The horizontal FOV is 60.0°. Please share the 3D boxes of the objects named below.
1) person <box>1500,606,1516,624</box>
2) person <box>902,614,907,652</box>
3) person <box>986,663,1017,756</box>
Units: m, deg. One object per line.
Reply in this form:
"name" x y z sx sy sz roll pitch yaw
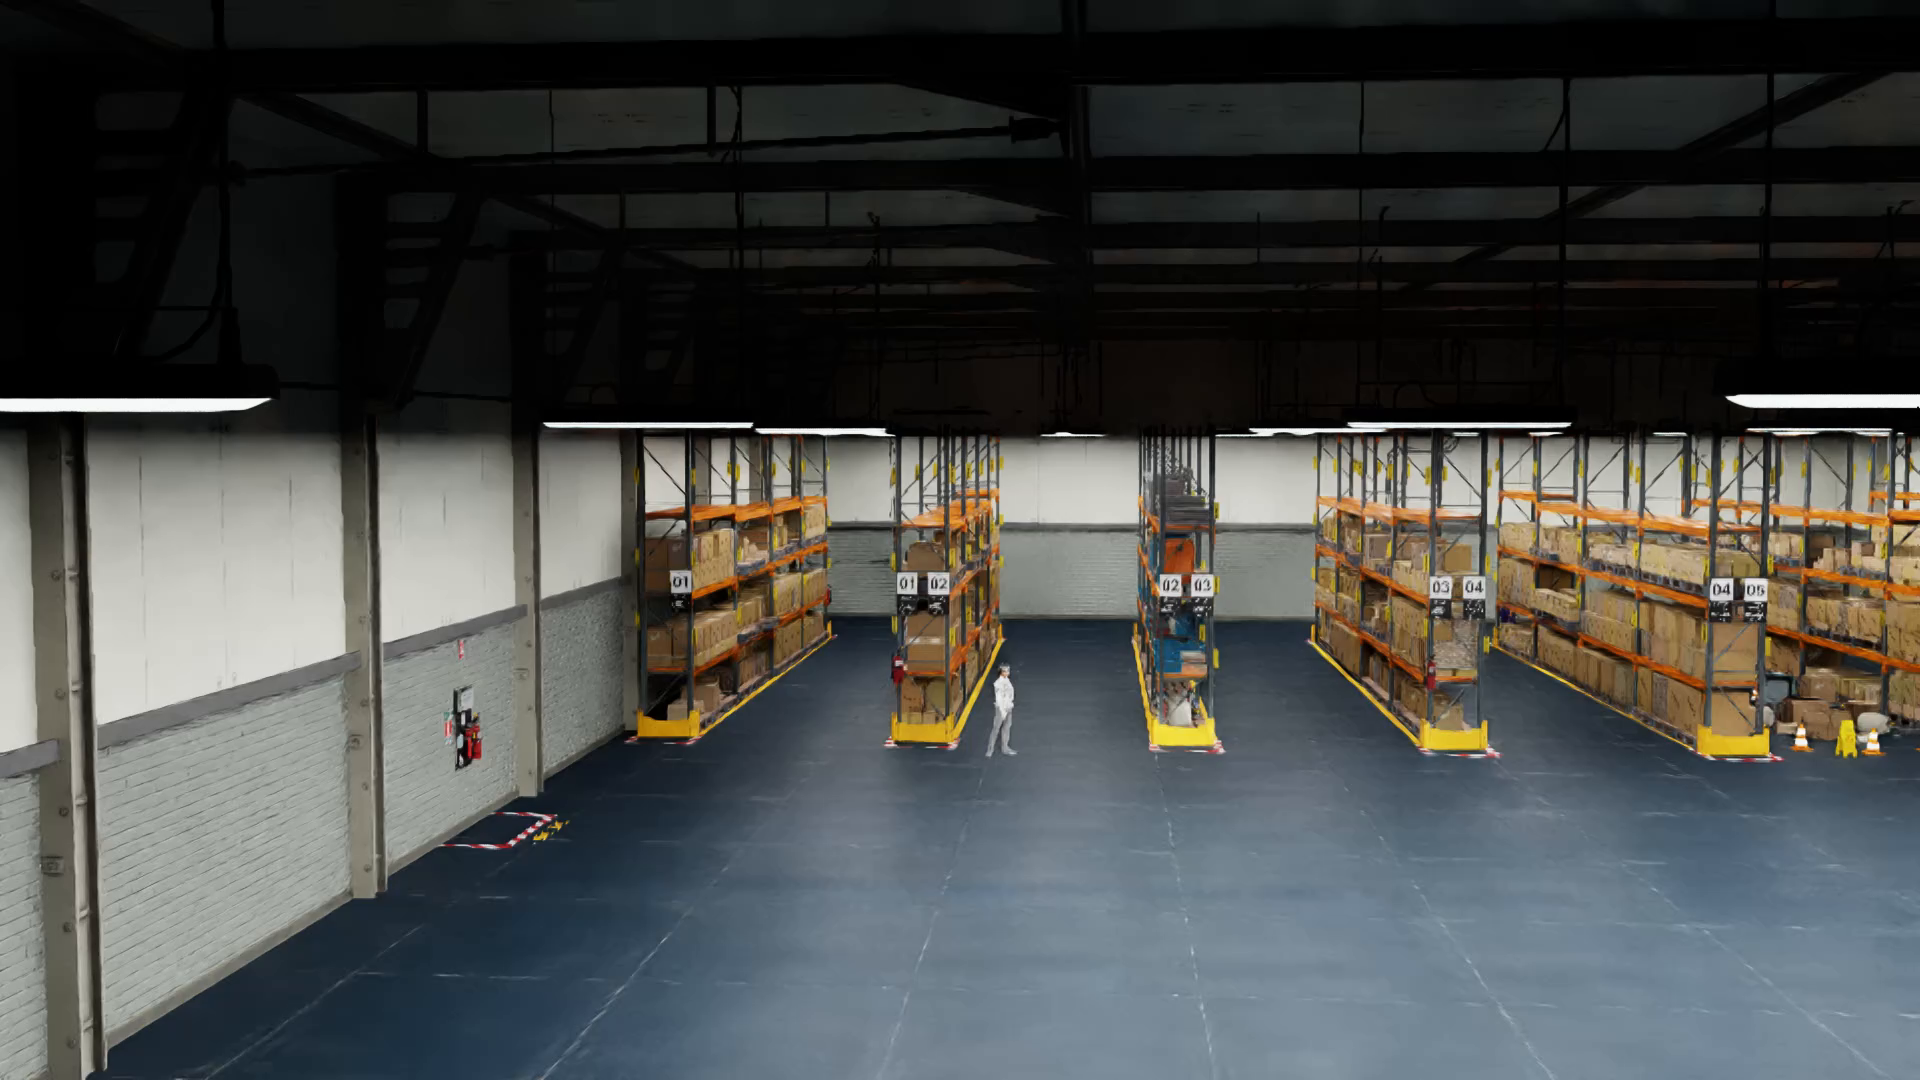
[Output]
"person" 15.740 2.030 47.495 0.475 1.633 0.686 -1 4 -23
"person" -1.268 2.224 44.461 0.625 1.607 0.575 0 3 3
"person" 0.730 3.056 30.042 0.418 1.679 0.629 2 4 32
